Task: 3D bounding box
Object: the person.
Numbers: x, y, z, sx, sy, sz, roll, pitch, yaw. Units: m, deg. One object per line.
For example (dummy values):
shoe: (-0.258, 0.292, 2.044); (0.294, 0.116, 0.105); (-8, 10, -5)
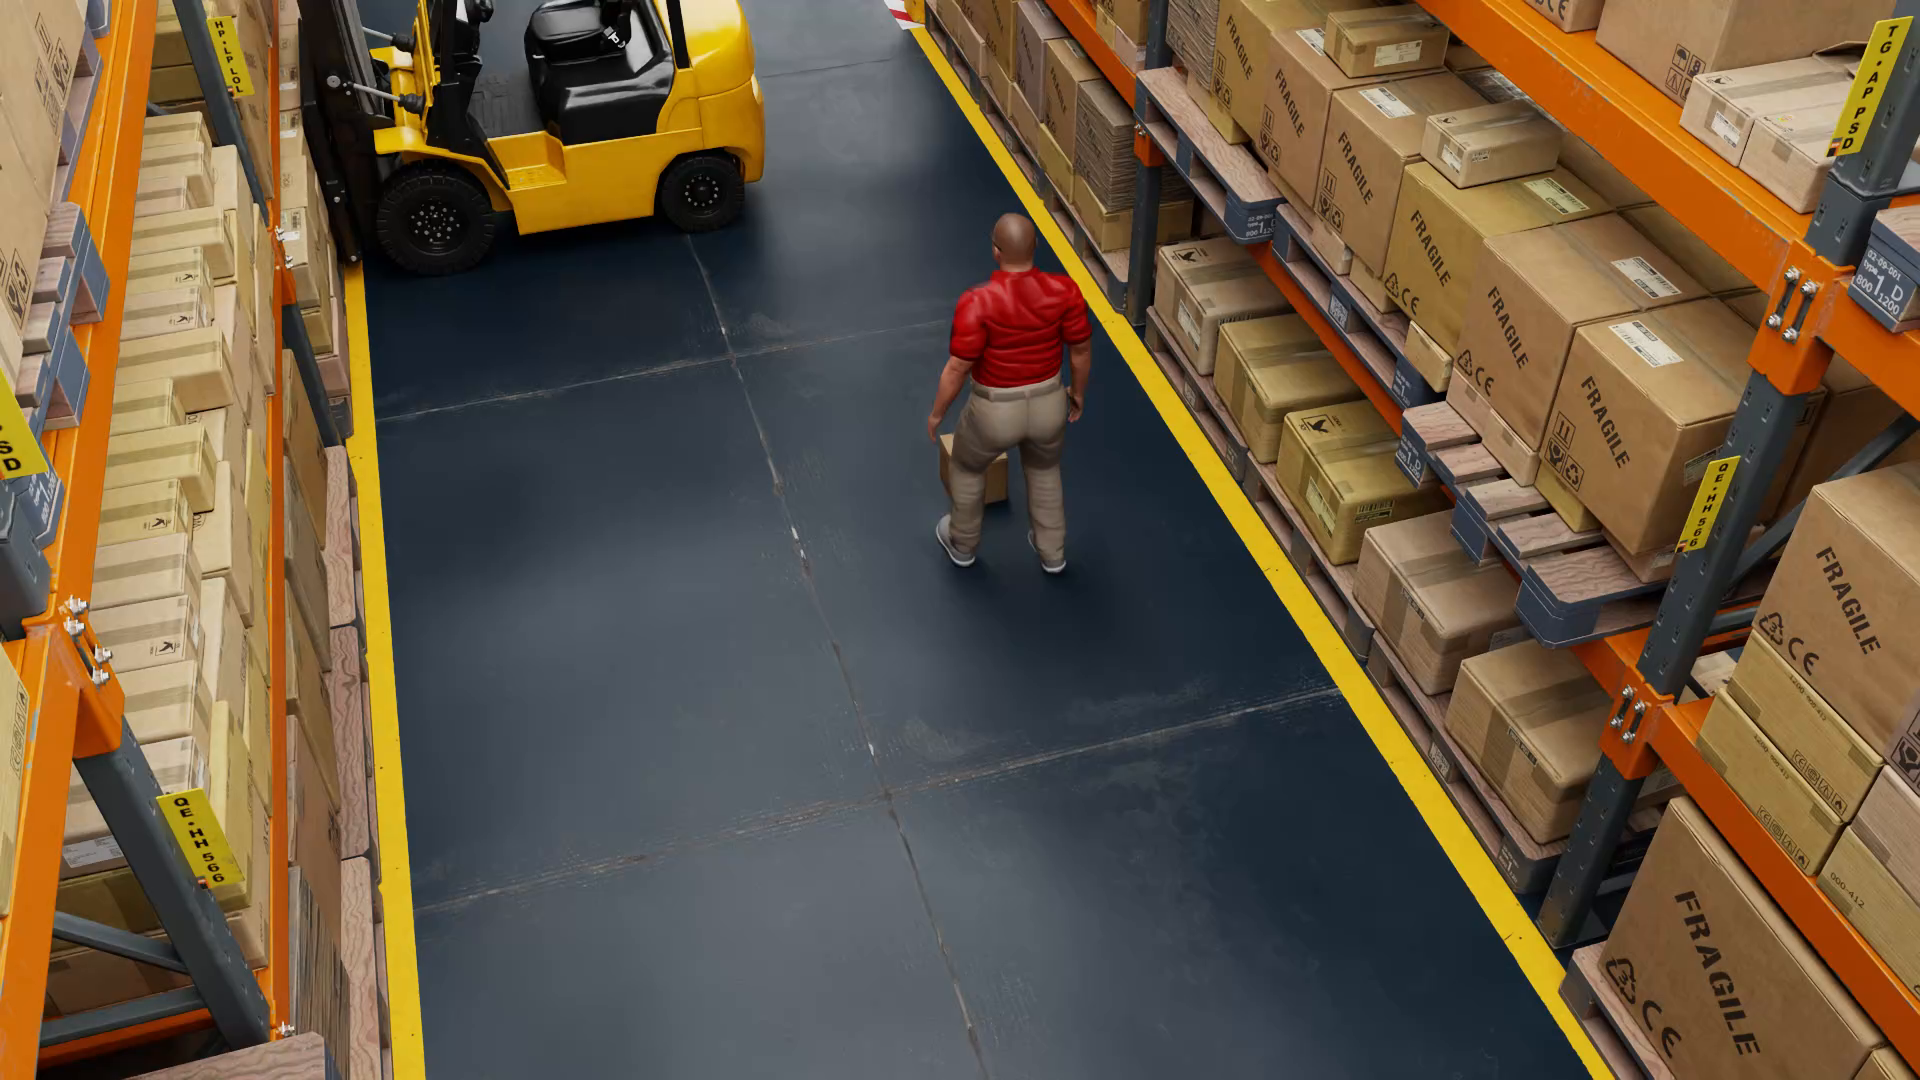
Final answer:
person: (0.171, -0.585, 6.847); (0.674, 1.721, 0.498); (-12, 43, -13)
